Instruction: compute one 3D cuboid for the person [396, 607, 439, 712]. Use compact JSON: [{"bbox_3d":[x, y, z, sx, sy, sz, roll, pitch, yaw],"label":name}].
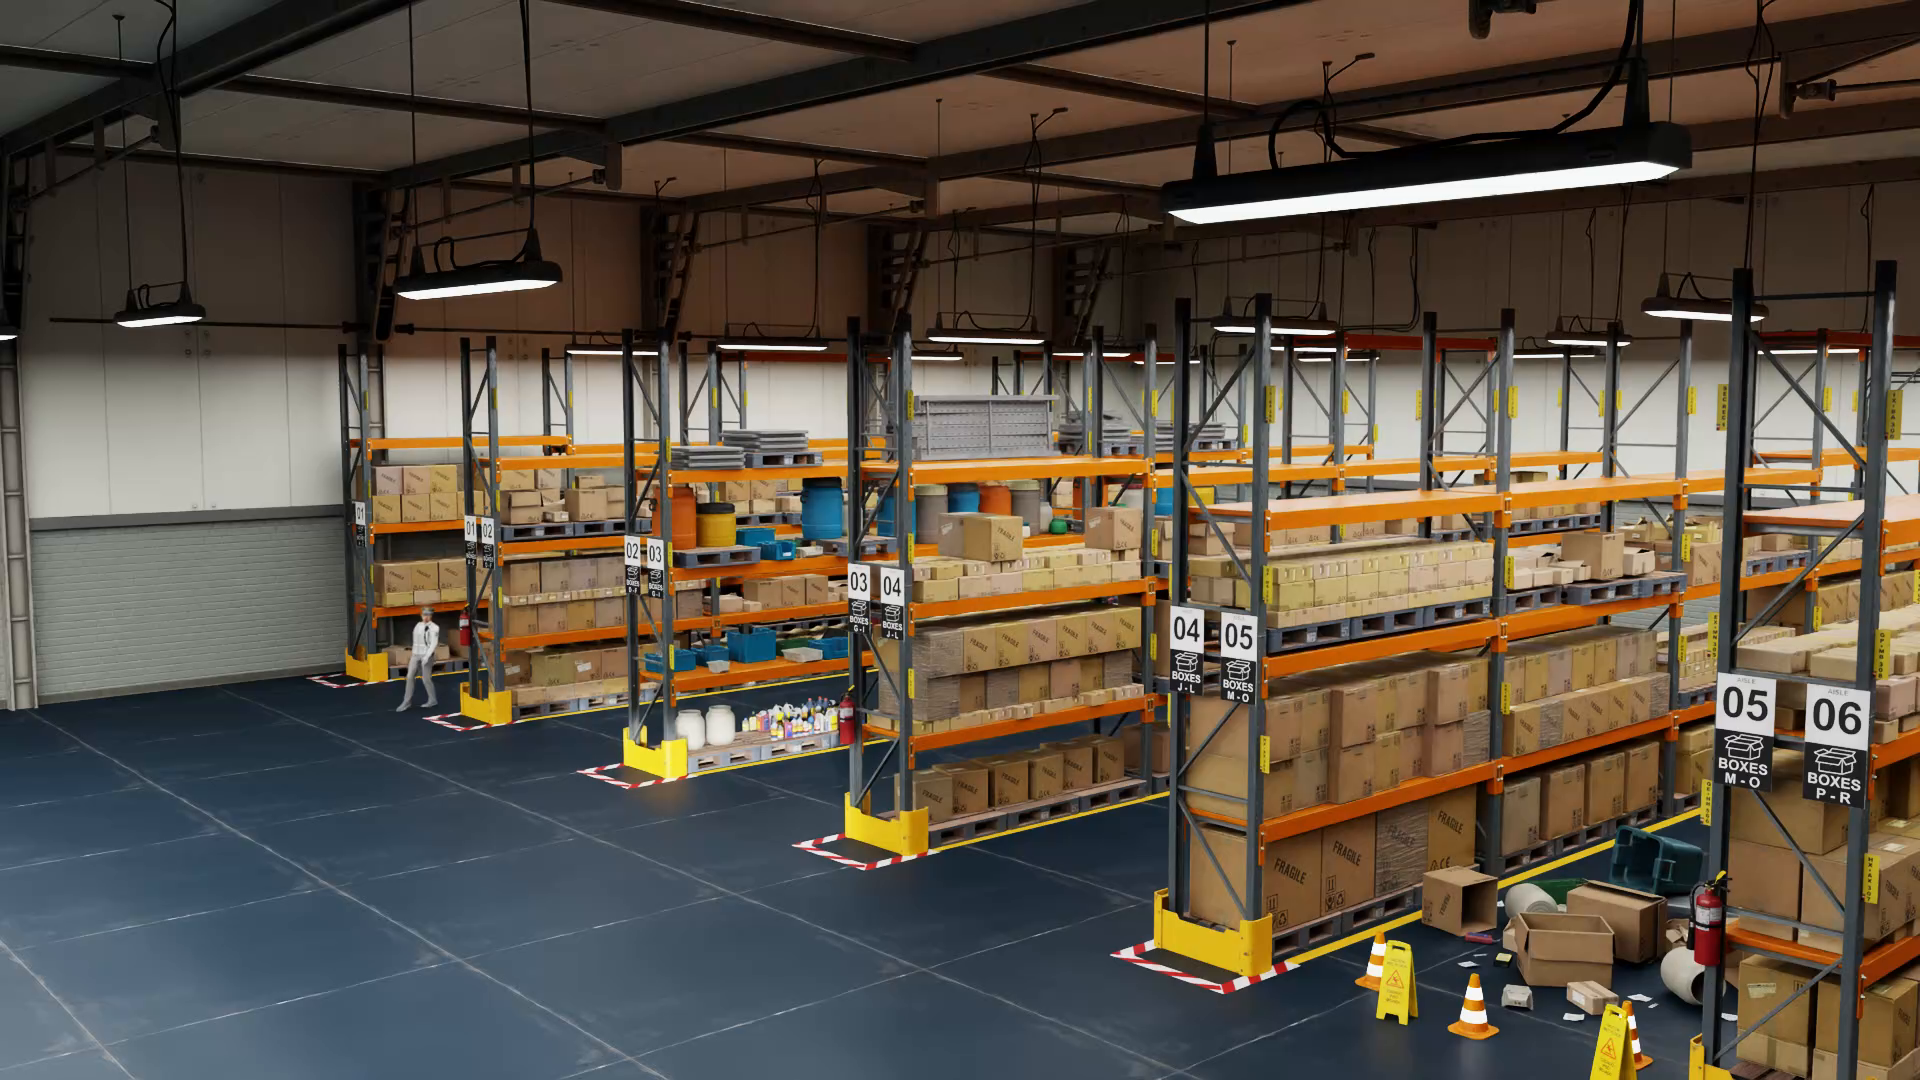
[{"bbox_3d":[-8.782,1.928,26.973,0.507,1.672,0.732,2,5,21],"label":"person"}]
